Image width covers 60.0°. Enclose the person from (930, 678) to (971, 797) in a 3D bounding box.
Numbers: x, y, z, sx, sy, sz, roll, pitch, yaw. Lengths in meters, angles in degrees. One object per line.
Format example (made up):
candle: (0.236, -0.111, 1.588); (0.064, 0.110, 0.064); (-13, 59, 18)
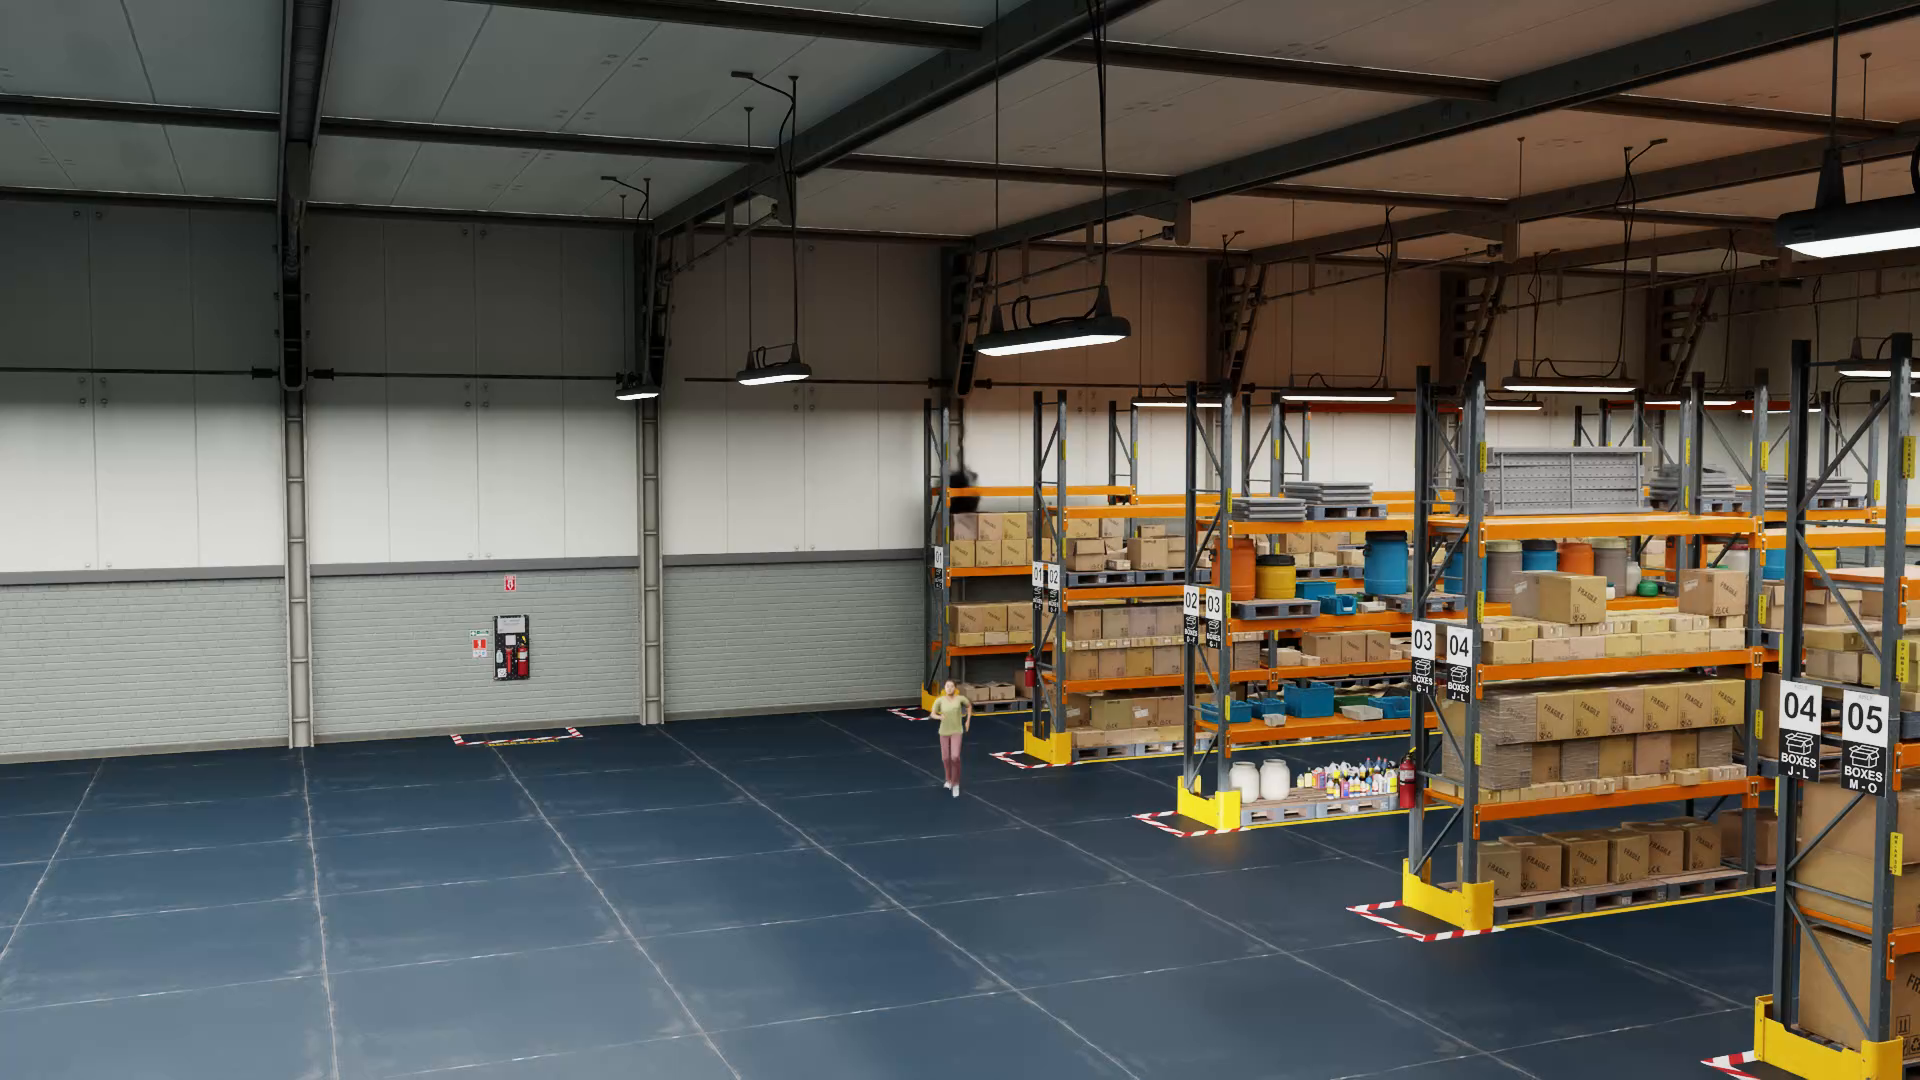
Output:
person: (-0.143, 2.889, 24.465); (0.576, 1.735, 0.742); (0, 3, 8)
